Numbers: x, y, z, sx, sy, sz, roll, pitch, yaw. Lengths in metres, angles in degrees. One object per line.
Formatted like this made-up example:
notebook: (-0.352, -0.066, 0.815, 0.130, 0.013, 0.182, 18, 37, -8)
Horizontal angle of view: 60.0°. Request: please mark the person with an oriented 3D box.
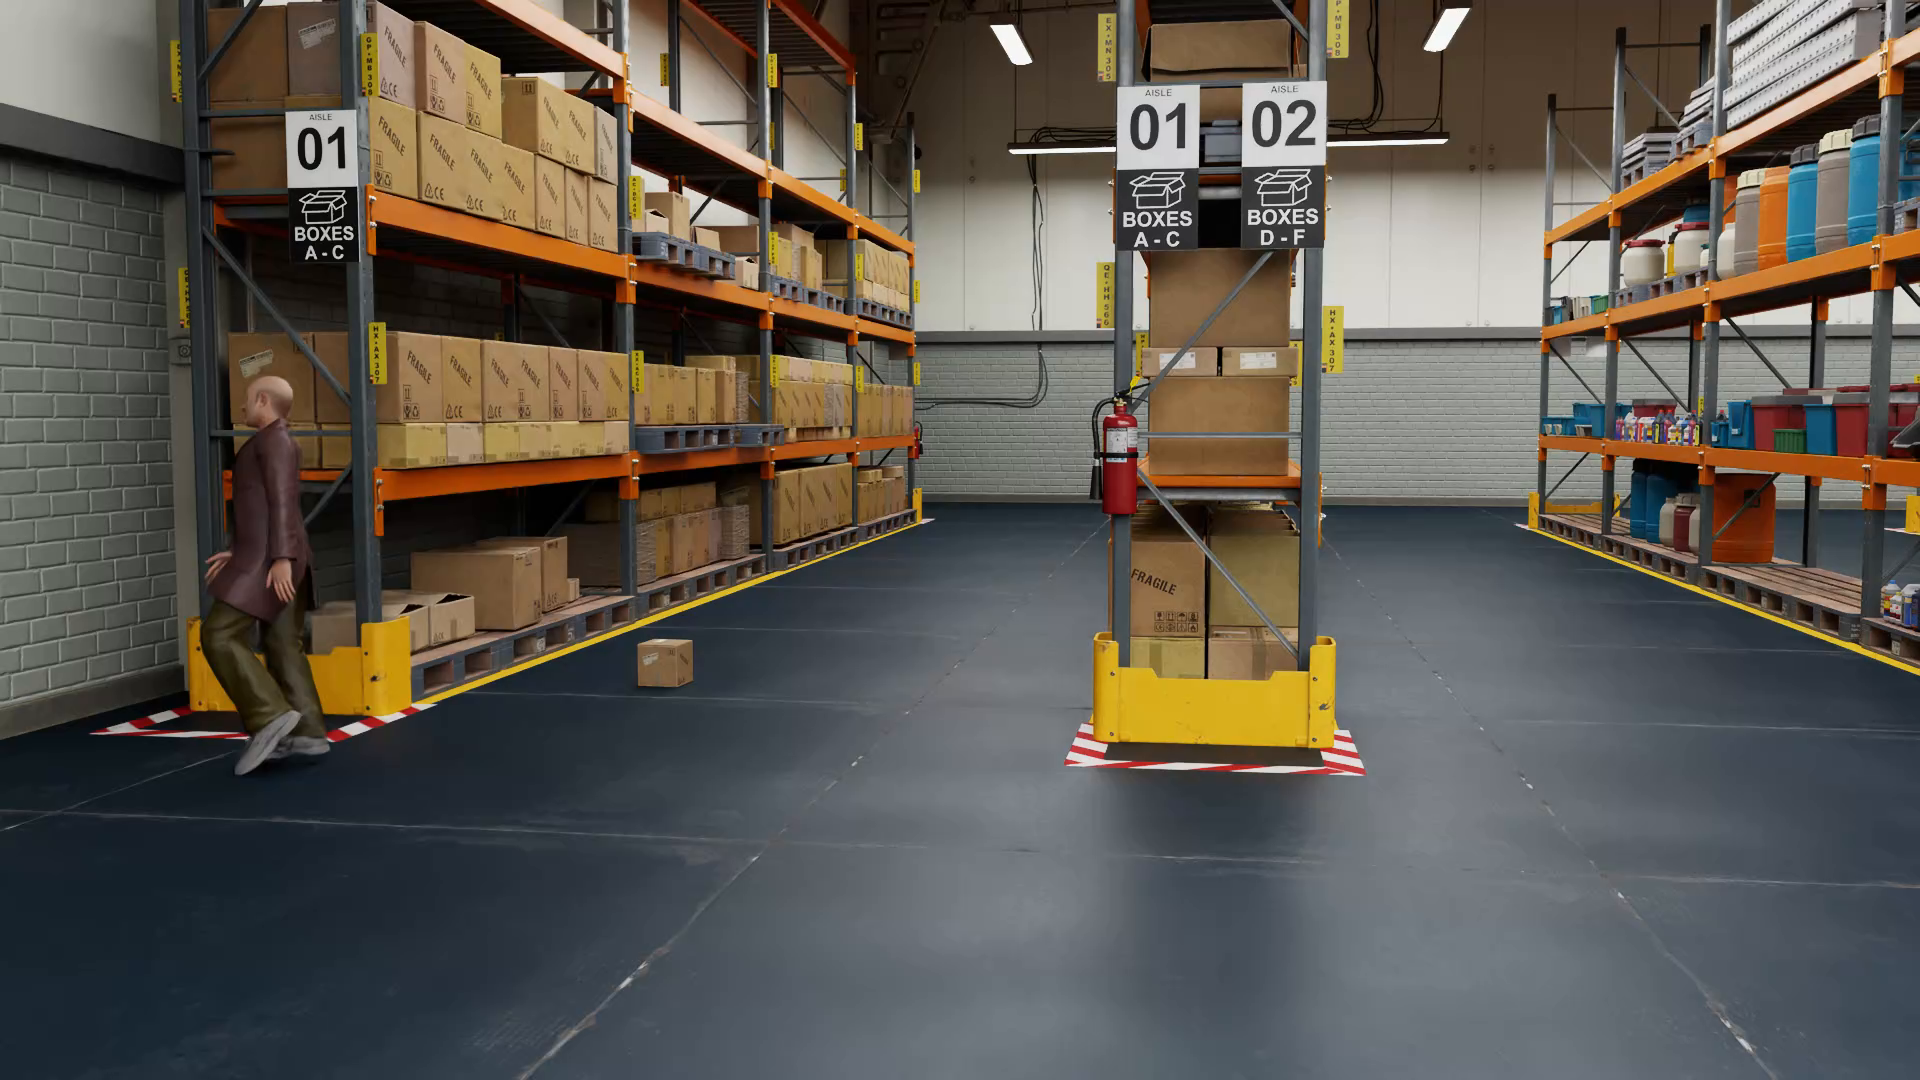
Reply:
person: (-3.203, 0.139, 7.643, 0.547, 1.788, 0.652, -1, 4, -13)
